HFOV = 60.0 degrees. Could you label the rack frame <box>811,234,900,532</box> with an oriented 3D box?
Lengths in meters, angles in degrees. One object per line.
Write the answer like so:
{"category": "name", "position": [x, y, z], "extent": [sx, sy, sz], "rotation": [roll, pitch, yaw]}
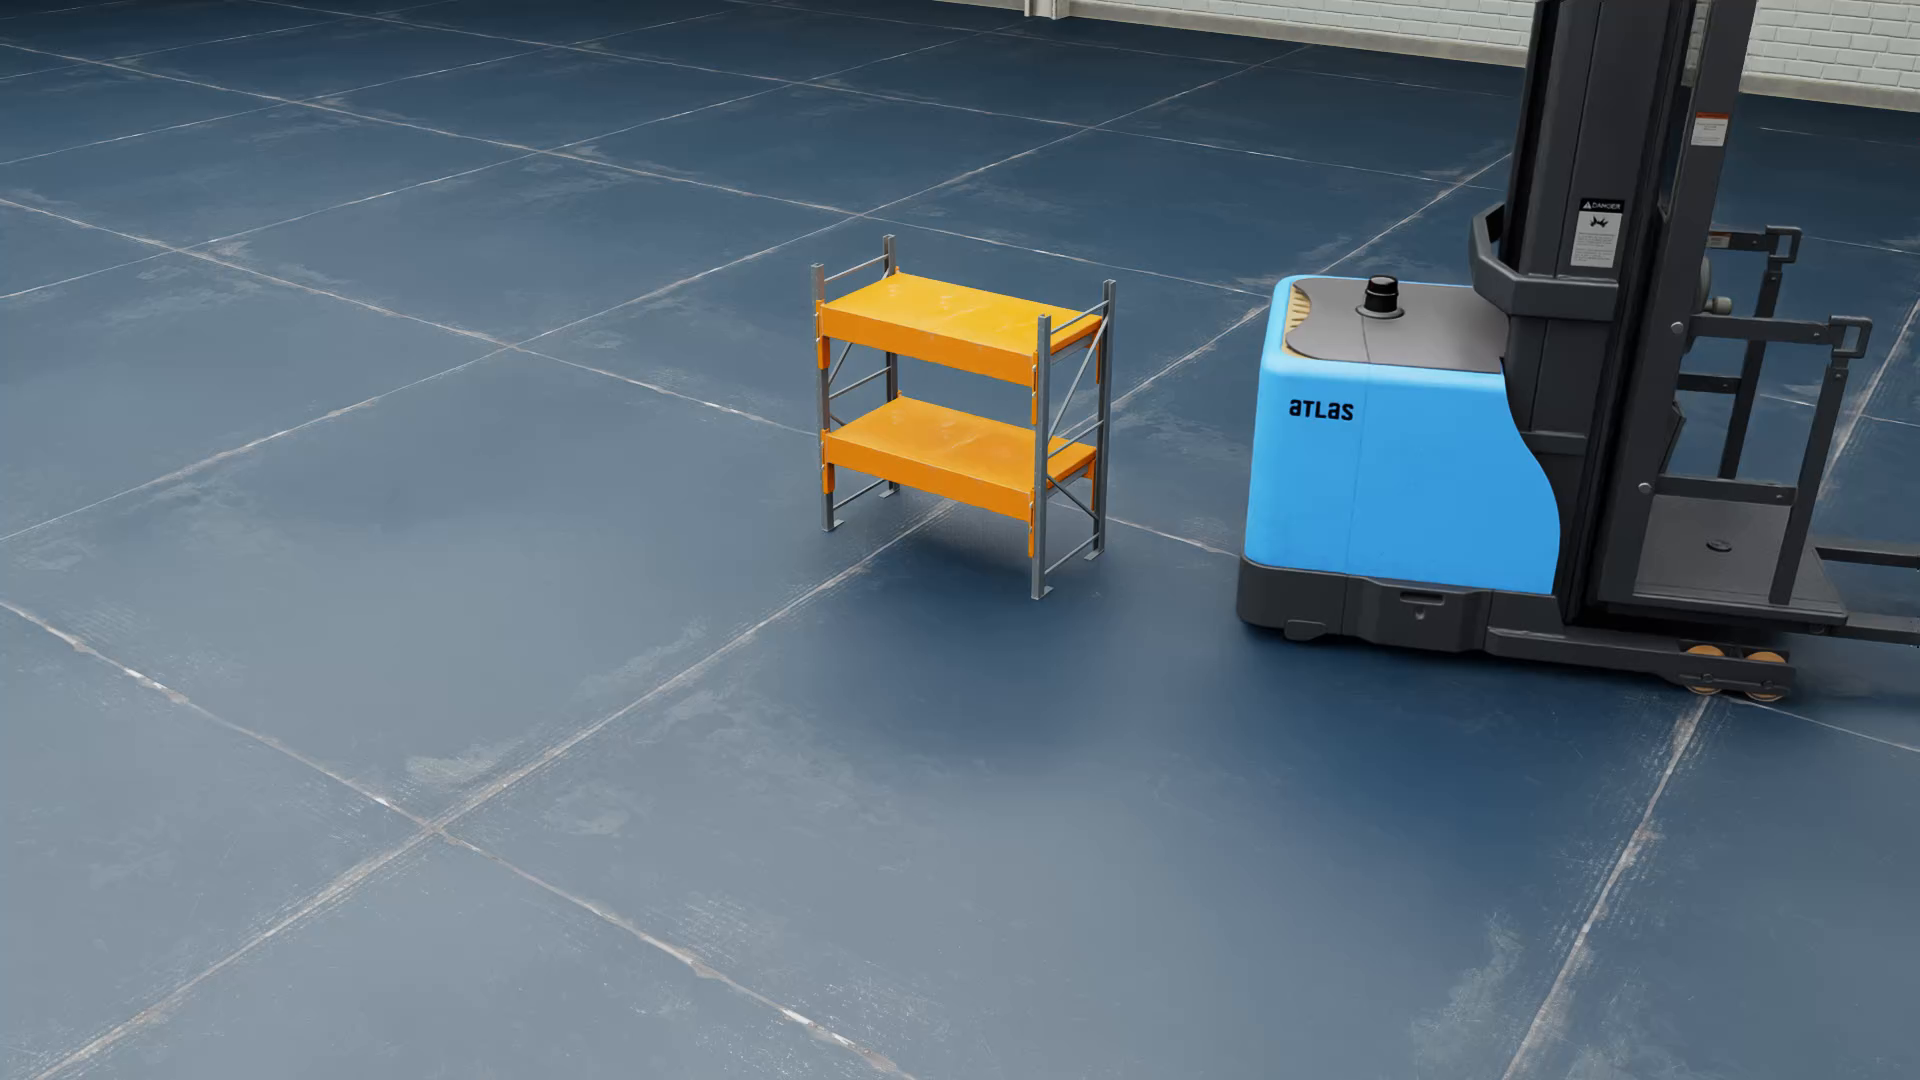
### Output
{"category": "rack frame", "position": [-0.413, -0.630, 6.748], "extent": [0.032, 1.125, 0.500], "rotation": [17, 32, 30]}

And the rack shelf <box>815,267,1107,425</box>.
{"category": "rack shelf", "position": [0.006, -0.760, 6.359], "extent": [1.000, 0.278, 0.538], "rotation": [17, 32, 30]}

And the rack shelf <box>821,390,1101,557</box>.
{"category": "rack shelf", "position": [0.006, -0.282, 6.602], "extent": [1.000, 0.278, 0.538], "rotation": [17, 32, 30]}

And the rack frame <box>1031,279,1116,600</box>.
{"category": "rack frame", "position": [0.425, -0.369, 6.235], "extent": [0.032, 1.125, 0.500], "rotation": [17, 32, 30]}

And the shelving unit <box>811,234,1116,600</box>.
{"category": "shelving unit", "position": [0.006, -0.500, 6.491], "extent": [1.048, 1.125, 0.538], "rotation": [17, 32, 30]}

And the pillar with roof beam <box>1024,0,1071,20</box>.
{"category": "pillar with roof beam", "position": [-1.504, -7.996, 12.541], "extent": [0.400, 9.000, 9.100], "rotation": [17, 32, 30]}

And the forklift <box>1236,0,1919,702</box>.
{"category": "forklift", "position": [2.580, -1.021, 5.525], "extent": [3.031, 2.935, 1.130], "rotation": [6, 28, 11]}
